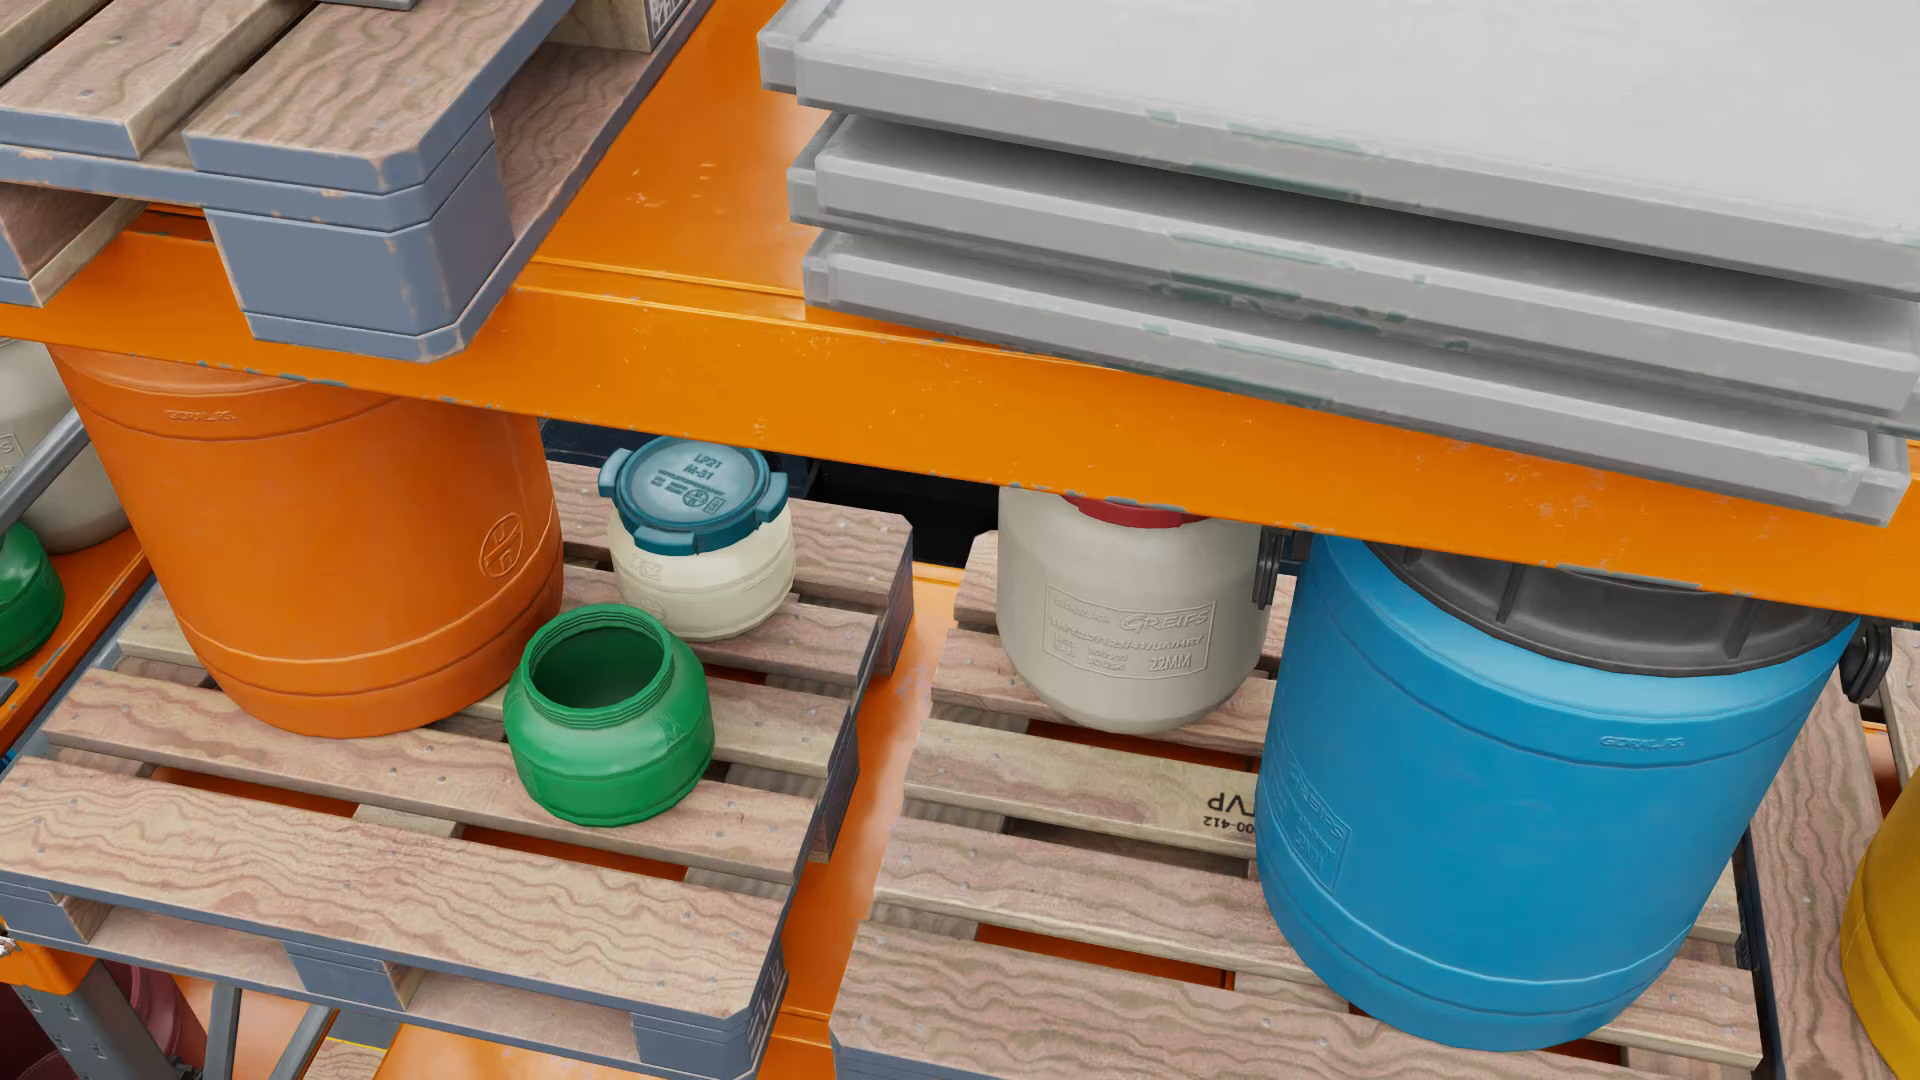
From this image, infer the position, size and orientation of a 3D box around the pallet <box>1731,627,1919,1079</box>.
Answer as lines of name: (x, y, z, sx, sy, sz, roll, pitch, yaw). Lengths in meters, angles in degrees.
pallet: (1.621, 0.654, 2.341, 1.003, 0.211, 1.213, 9, 45, 9)

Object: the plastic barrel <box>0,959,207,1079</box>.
plastic barrel: (-2.015, 1.199, 3.703, 0.708, 0.536, 0.600, 9, 45, 9)

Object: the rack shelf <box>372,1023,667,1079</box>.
rack shelf: (0.455, 1.675, 3.825, 4.000, 0.370, 1.077, 9, 45, 9)

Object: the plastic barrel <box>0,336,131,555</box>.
plastic barrel: (-1.733, -0.262, 3.076, 0.421, 0.512, 0.421, 0, 44, 0)

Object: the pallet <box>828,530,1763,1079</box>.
pallet: (0.513, 0.484, 2.517, 1.213, 0.211, 1.003, 9, 45, 9)

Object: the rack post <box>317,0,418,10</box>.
rack post: (-0.780, -0.939, 1.751, 0.937, 0.300, 0.954, 9, 45, 9)

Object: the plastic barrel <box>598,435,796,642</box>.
plastic barrel: (-0.418, -0.006, 2.687, 0.301, 0.262, 0.301, 0, 44, 0)

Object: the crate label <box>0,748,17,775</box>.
crate label: (-2.407, 0.767, 4.225, 0.616, 0.435, 0.502, 9, 45, 9)

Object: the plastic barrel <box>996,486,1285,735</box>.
plastic barrel: (0.267, -0.001, 2.485, 0.433, 0.535, 0.433, 0, 44, 0)

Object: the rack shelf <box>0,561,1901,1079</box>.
rack shelf: (0.455, 0.595, 2.785, 4.000, 0.370, 1.077, 9, 45, 9)

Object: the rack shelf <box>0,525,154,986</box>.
rack shelf: (-3.448, -0.011, 3.414, 4.000, 0.370, 1.077, 9, 45, 9)

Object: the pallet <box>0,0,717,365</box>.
pallet: (-0.799, -0.706, 1.879, 1.003, 0.211, 1.213, 9, 45, 9)

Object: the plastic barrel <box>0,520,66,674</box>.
plastic barrel: (-1.749, 0.086, 2.907, 0.294, 0.245, 0.294, 0, 44, 0)

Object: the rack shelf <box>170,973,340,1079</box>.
rack shelf: (-3.448, 1.070, 4.455, 4.000, 0.370, 1.077, 9, 45, 9)

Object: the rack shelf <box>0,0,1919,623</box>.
rack shelf: (0.455, -0.342, 1.884, 4.000, 0.370, 1.077, 9, 45, 9)

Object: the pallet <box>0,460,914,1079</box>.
pallet: (-0.771, 0.283, 2.727, 1.213, 0.211, 1.003, 9, 45, 9)

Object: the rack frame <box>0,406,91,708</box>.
rack frame: (-1.496, -1.048, 1.810, 0.127, 3.000, 1.000, 9, 45, 9)

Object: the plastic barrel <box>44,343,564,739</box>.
plastic barrel: (-0.943, -0.186, 2.464, 0.708, 0.830, 0.600, 9, 45, 9)

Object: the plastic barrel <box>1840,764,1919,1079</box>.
plastic barrel: (1.472, 0.418, 2.011, 0.600, 0.588, 0.600, 0, 44, 0)

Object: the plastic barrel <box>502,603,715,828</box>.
plastic barrel: (-0.513, 0.253, 2.430, 0.294, 0.245, 0.294, 0, 44, 0)

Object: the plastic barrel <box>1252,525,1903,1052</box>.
plastic barrel: (0.708, 0.151, 2.062, 0.708, 0.901, 0.600, 9, 45, 9)

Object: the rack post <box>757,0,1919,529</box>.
rack post: (0.404, -0.483, 1.583, 0.954, 0.300, 0.937, 13, 45, 13)

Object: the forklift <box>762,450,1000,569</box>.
forklift: (-0.110, -0.575, 5.694, 1.130, 2.935, 3.031, 9, 45, 9)

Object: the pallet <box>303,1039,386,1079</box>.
pallet: (-2.244, 1.974, 5.007, 1.213, 0.211, 1.003, 9, 45, 9)

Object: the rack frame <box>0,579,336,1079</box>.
rack frame: (-1.496, 1.113, 3.890, 0.127, 3.000, 1.000, 9, 45, 9)
